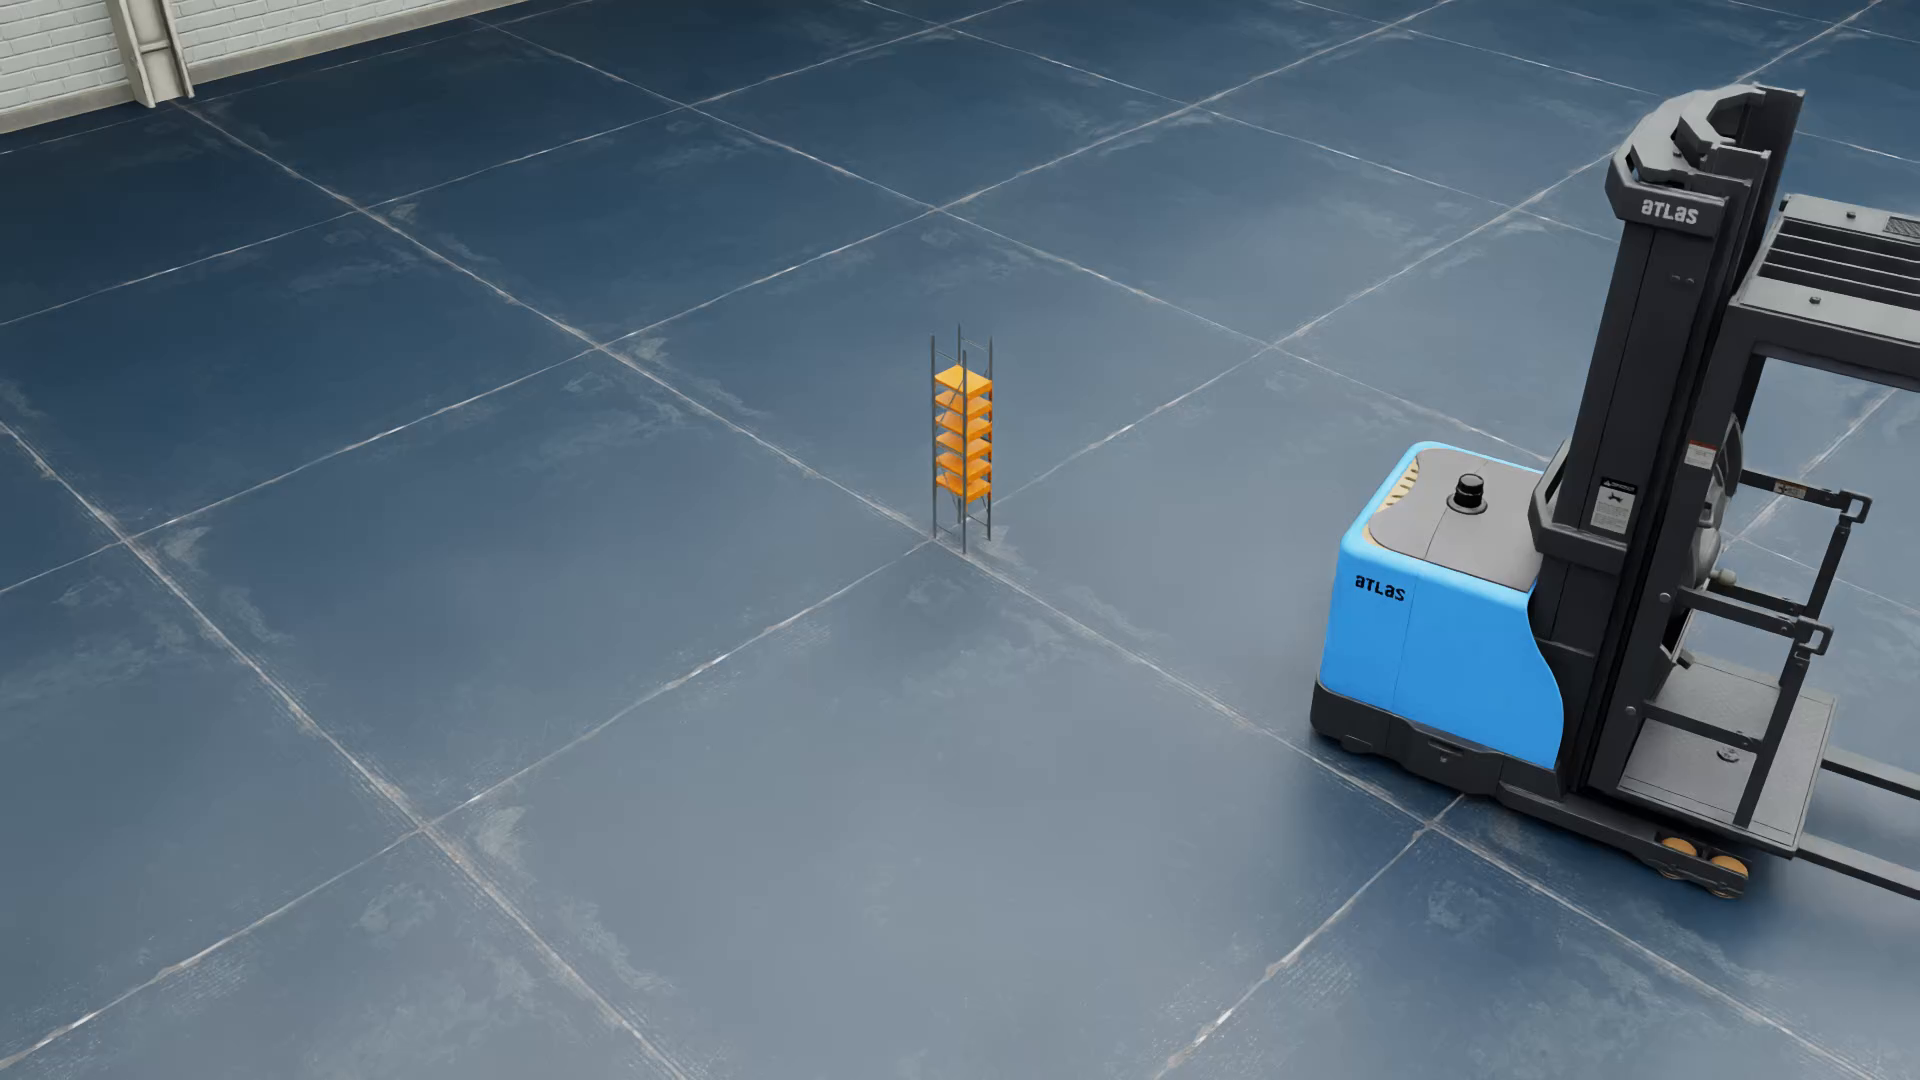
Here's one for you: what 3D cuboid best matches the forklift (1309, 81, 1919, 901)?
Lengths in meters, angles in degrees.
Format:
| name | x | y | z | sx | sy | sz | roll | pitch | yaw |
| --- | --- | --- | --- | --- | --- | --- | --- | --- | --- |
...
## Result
| name | x | y | z | sx | sy | sz | roll | pitch | yaw |
| --- | --- | --- | --- | --- | --- | --- | --- | --- | --- |
| forklift | 3.093 | -0.114 | 6.342 | 3.031 | 2.935 | 1.130 | 19 | 39 | 25 |

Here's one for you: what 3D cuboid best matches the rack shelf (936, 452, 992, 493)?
| name | x | y | z | sx | sy | sz | roll | pitch | yaw |
| --- | --- | --- | --- | --- | --- | --- | --- | --- | --- |
| rack shelf | 0.010 | -0.363 | 8.500 | 0.258 | 0.103 | 0.180 | 30 | 45 | 35 |

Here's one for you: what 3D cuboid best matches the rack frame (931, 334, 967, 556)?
| name | x | y | z | sx | sy | sz | roll | pitch | yaw |
| --- | --- | --- | --- | --- | --- | --- | --- | --- | --- |
| rack frame | -0.054 | -0.461 | 8.353 | 0.240 | 1.200 | 0.006 | 30 | 45 | 35 |

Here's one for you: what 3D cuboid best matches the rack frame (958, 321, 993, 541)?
| name | x | y | z | sx | sy | sz | roll | pitch | yaw |
| --- | --- | --- | --- | --- | --- | --- | --- | --- | --- |
| rack frame | 0.075 | -0.535 | 8.459 | 0.240 | 1.200 | 0.006 | 30 | 45 | 35 |

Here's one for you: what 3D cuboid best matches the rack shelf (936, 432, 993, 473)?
| name | x | y | z | sx | sy | sz | roll | pitch | yaw |
| --- | --- | --- | --- | --- | --- | --- | --- | --- | --- |
| rack shelf | 0.010 | -0.462 | 8.431 | 0.258 | 0.103 | 0.180 | 30 | 45 | 35 |

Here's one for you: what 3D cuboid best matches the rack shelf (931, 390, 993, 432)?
| name | x | y | z | sx | sy | sz | roll | pitch | yaw |
| --- | --- | --- | --- | --- | --- | --- | --- | --- | --- |
| rack shelf | 0.010 | -0.658 | 8.294 | 0.258 | 0.103 | 0.180 | 30 | 45 | 35 |

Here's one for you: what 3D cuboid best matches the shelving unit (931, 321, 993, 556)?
| name | x | y | z | sx | sy | sz | roll | pitch | yaw |
| --- | --- | --- | --- | --- | --- | --- | --- | --- | --- |
| shelving unit | 0.010 | -0.498 | 8.406 | 0.258 | 1.200 | 0.189 | 30 | 45 | 35 |

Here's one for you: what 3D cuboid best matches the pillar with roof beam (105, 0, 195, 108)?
| name | x | y | z | sx | sy | sz | roll | pitch | yaw |
| --- | --- | --- | --- | --- | --- | --- | --- | --- | --- |
| pillar with roof beam | -3.704 | -5.715 | 9.068 | 9.100 | 9.000 | 0.400 | 30 | 45 | 35 |

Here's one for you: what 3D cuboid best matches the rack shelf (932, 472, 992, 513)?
| name | x | y | z | sx | sy | sz | roll | pitch | yaw |
| --- | --- | --- | --- | --- | --- | --- | --- | --- | --- |
| rack shelf | 0.010 | -0.265 | 8.569 | 0.258 | 0.103 | 0.180 | 30 | 45 | 35 |

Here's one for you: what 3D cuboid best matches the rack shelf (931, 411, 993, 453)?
| name | x | y | z | sx | sy | sz | roll | pitch | yaw |
| --- | --- | --- | --- | --- | --- | --- | --- | --- | --- |
| rack shelf | 0.010 | -0.560 | 8.363 | 0.258 | 0.103 | 0.180 | 30 | 45 | 35 |

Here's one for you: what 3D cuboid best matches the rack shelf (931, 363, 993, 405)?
| name | x | y | z | sx | sy | sz | roll | pitch | yaw |
| --- | --- | --- | --- | --- | --- | --- | --- | --- | --- |
| rack shelf | 0.010 | -0.757 | 8.225 | 0.258 | 0.103 | 0.180 | 30 | 45 | 35 |
